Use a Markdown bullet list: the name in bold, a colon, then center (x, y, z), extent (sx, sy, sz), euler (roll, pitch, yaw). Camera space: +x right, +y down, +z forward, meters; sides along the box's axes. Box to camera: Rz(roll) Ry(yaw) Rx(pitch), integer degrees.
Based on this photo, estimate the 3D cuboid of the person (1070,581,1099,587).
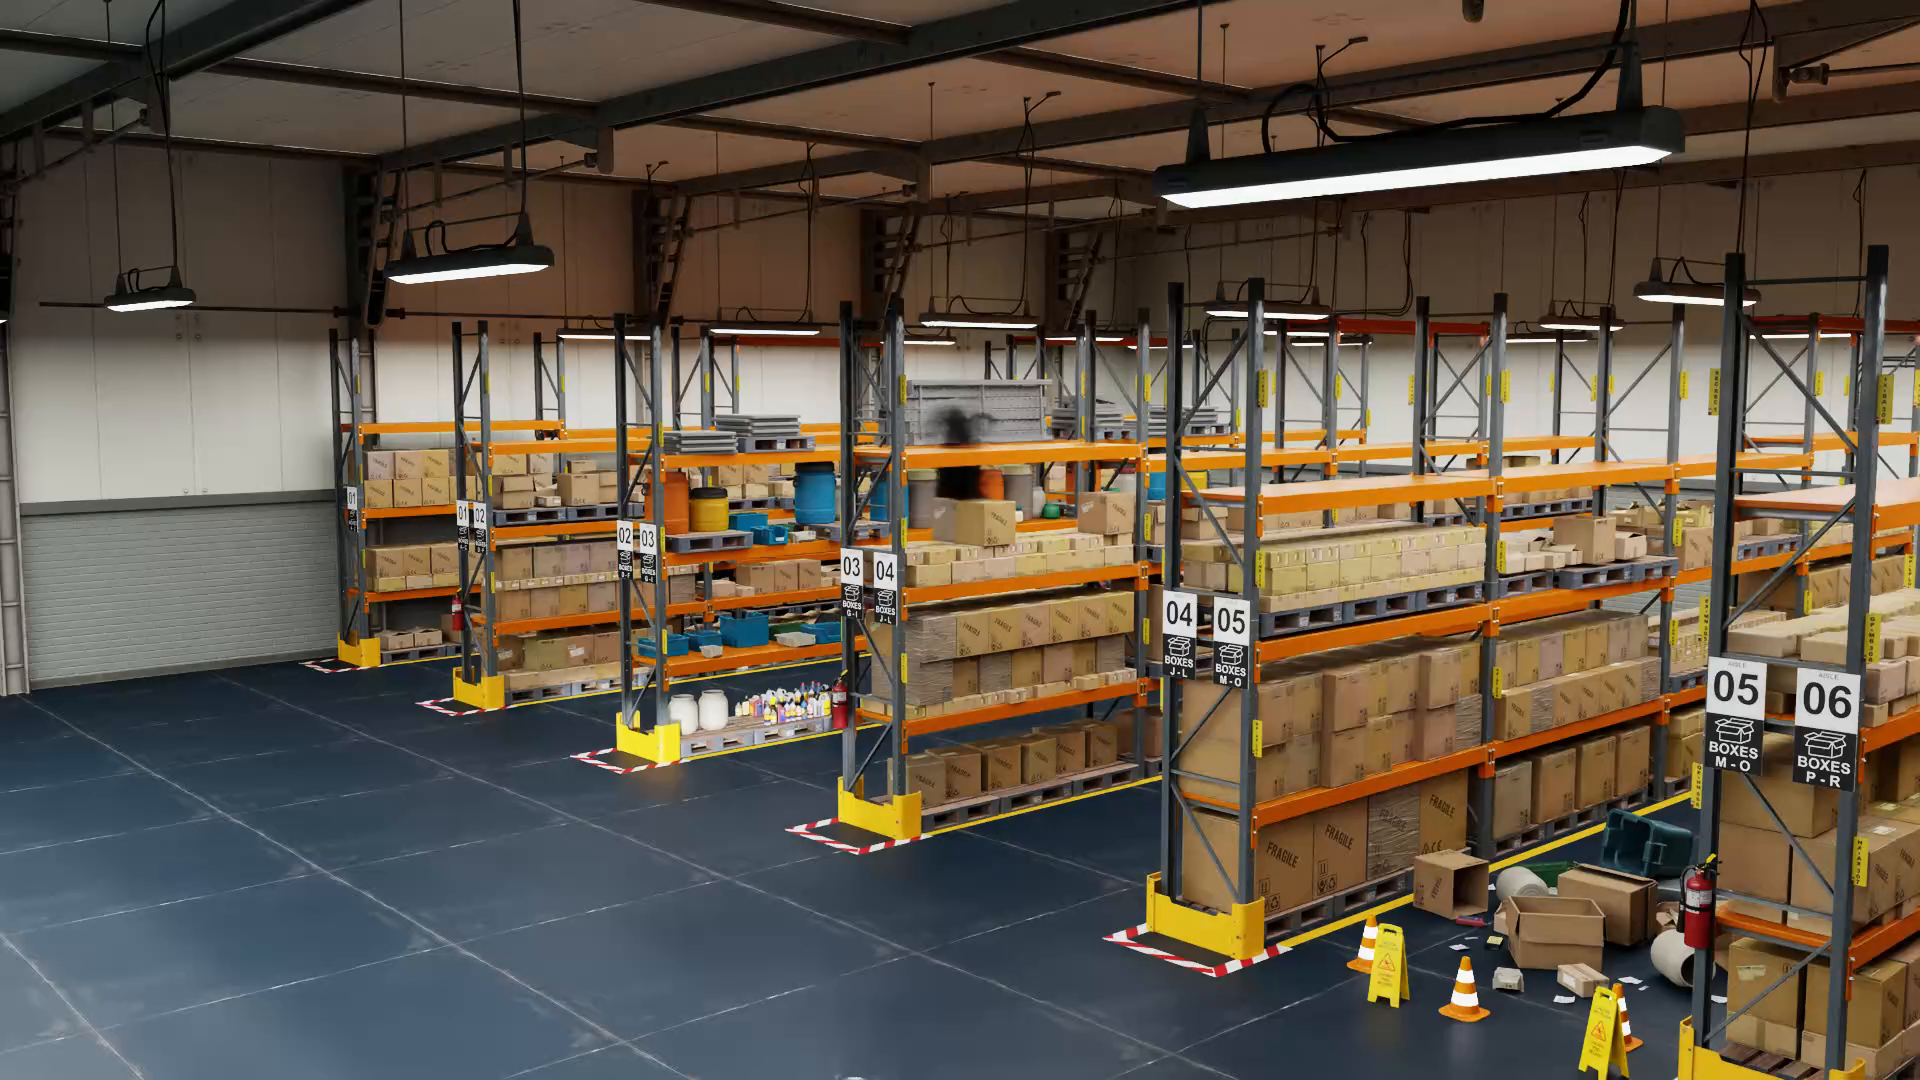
- **person**: center (2.380, 1.121, 32.168), extent (0.659, 1.742, 0.701), euler (4, 7, 38)
